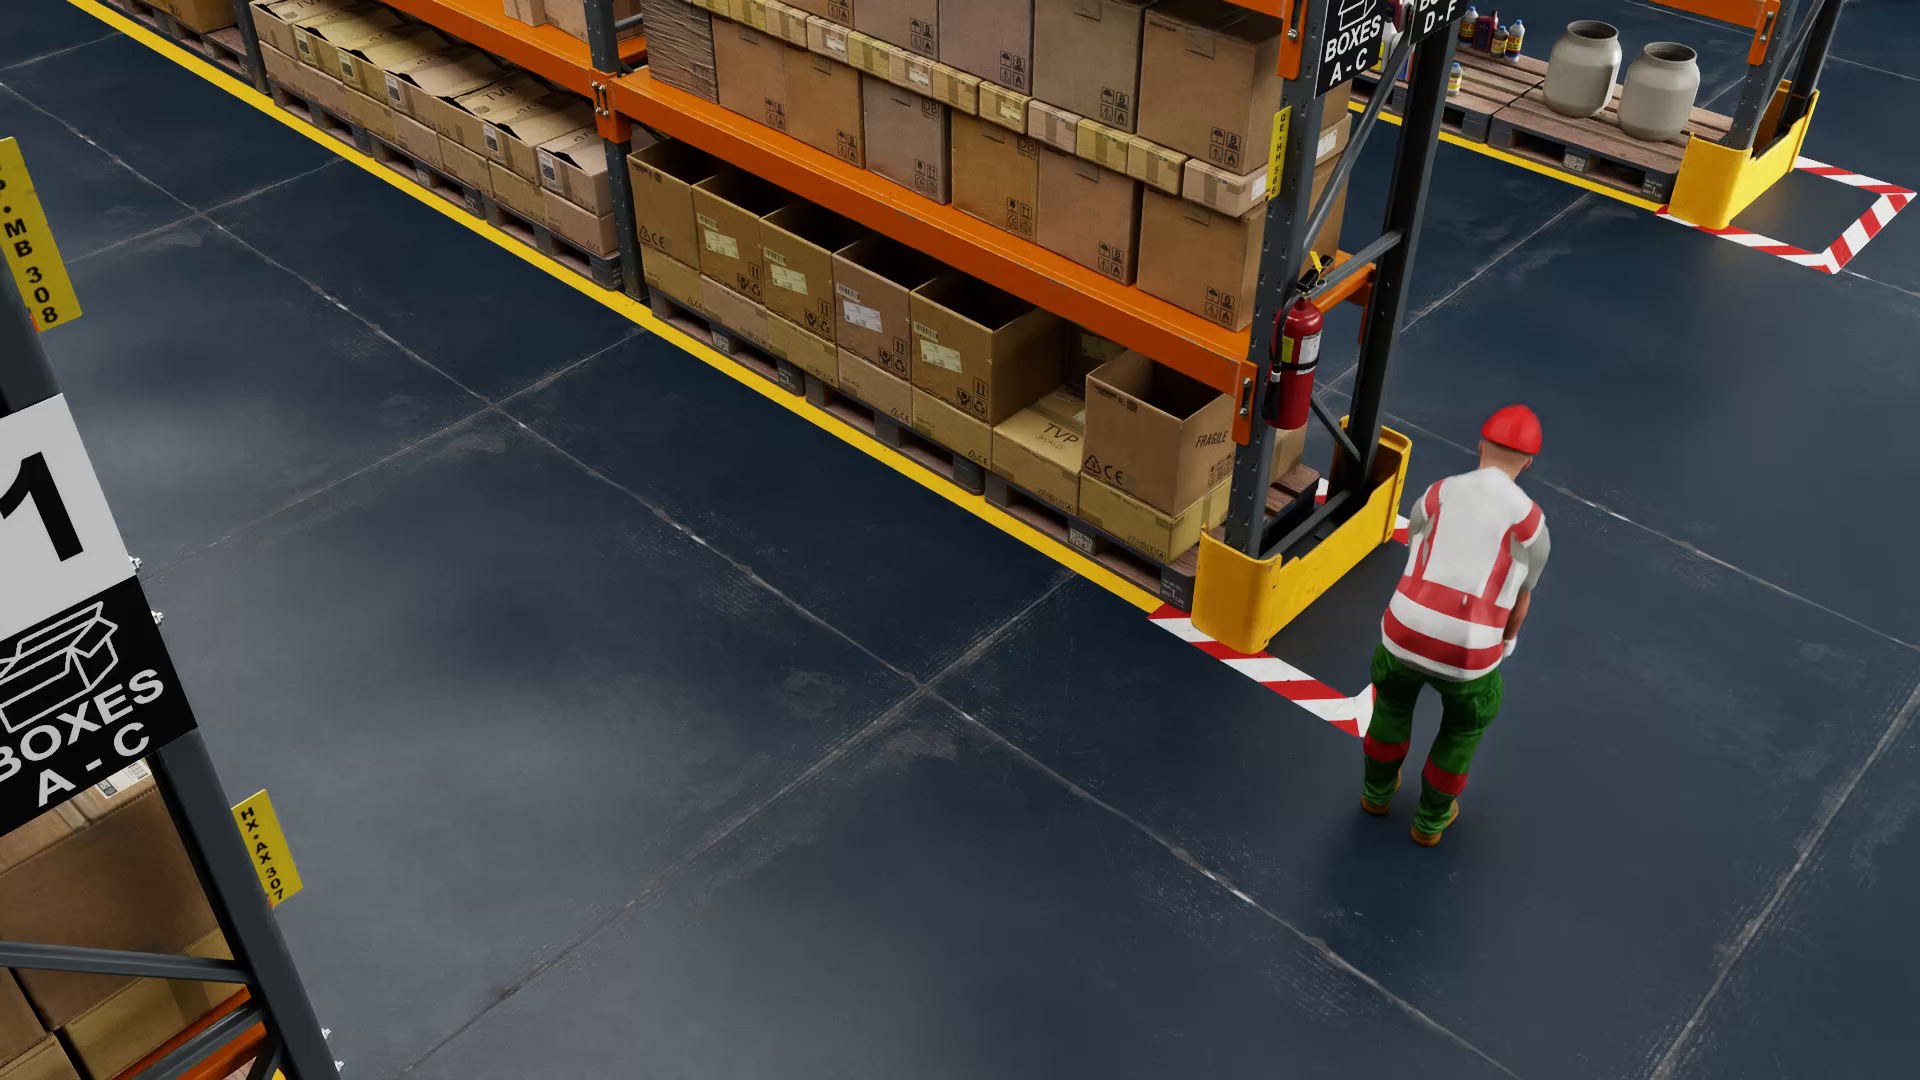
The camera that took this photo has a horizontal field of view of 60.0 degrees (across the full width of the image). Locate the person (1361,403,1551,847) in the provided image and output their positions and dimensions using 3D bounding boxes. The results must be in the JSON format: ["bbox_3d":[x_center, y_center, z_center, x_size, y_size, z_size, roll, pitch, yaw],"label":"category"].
[{"bbox_3d":[1.751,0.311,5.900,0.472,1.600,0.773,19,43,22],"label":"person"}]
